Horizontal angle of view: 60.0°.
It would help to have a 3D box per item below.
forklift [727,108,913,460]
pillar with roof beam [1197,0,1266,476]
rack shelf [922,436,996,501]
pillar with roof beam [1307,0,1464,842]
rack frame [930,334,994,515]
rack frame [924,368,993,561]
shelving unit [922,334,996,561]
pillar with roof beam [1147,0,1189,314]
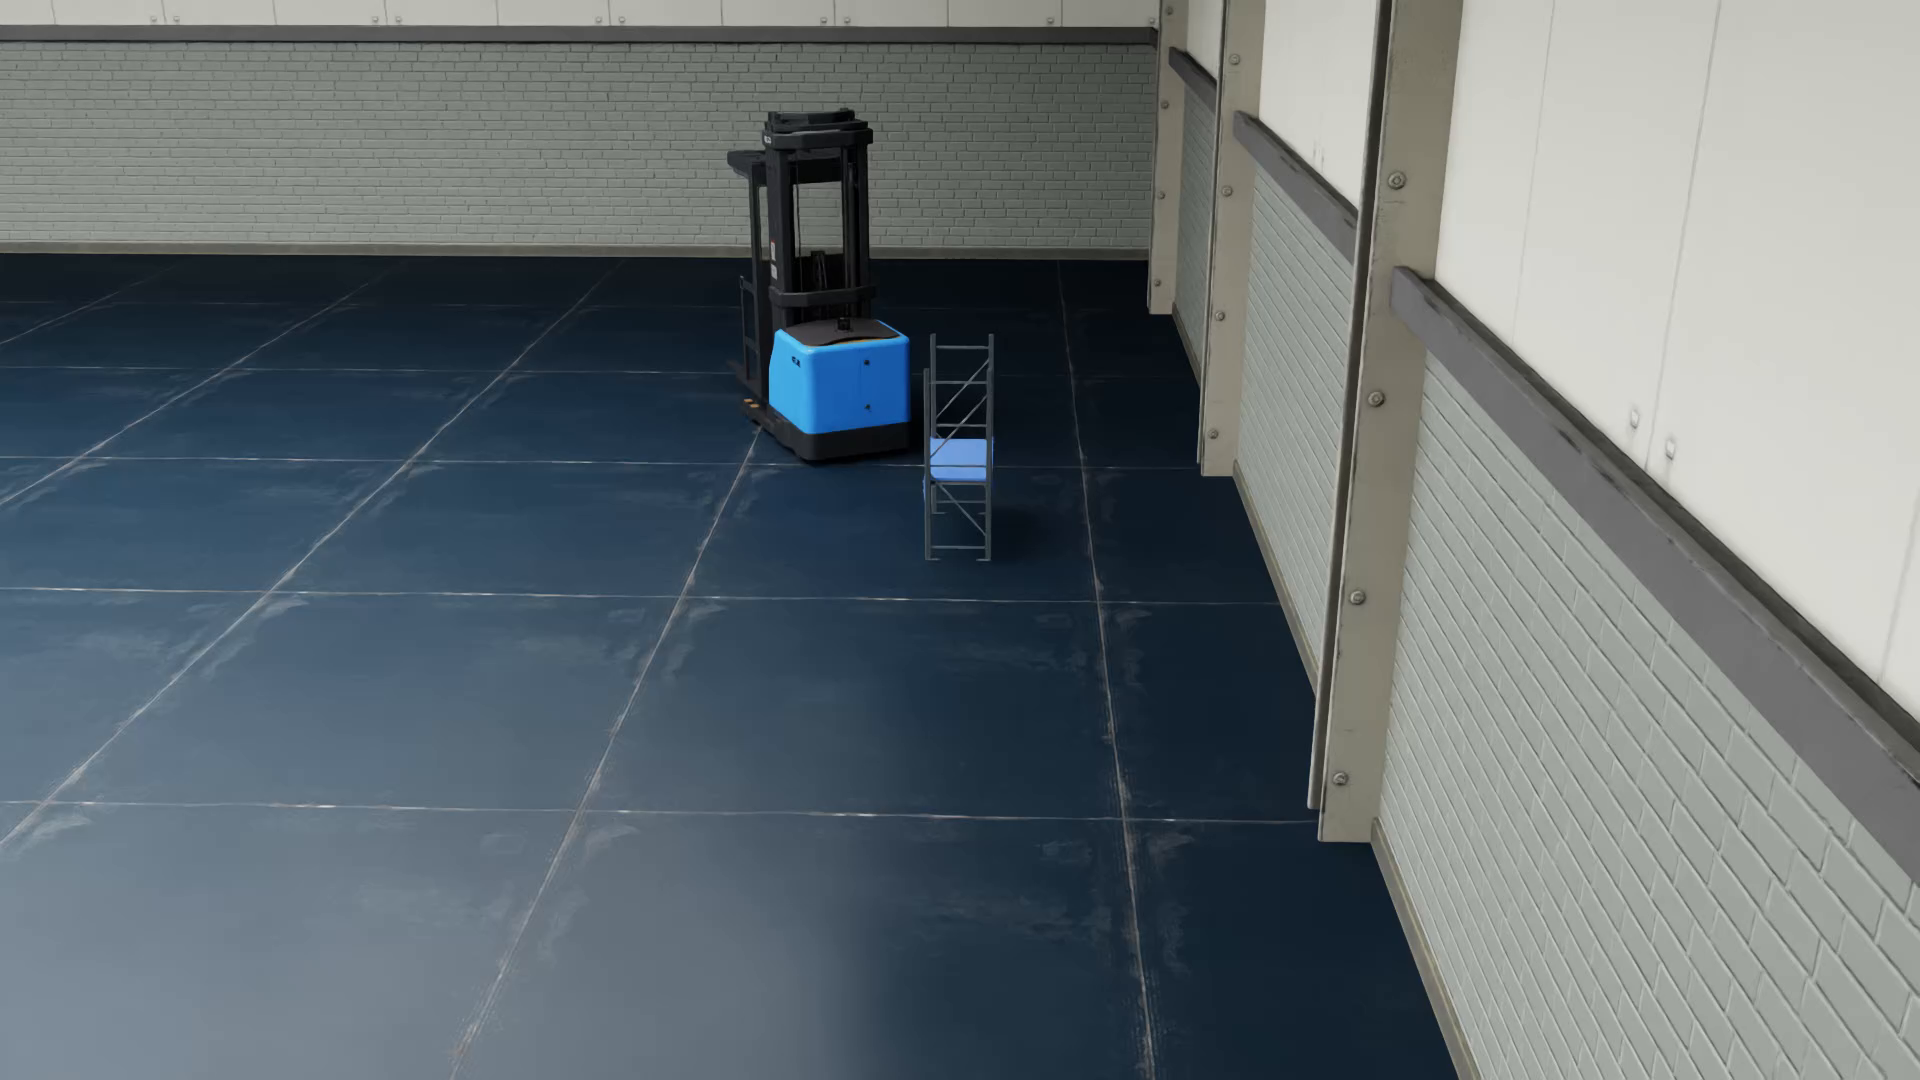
[{"bbox_3d":[-1.486,-2.565,15.587,1.130,2.935,3.031,-9,23,-22],"label":"forklift"},{"bbox_3d":[-2.042,-4.872,13.146,9.100,9.000,0.400,1,21,2],"label":"pillar with roof beam"},{"bbox_3d":[0.003,-0.562,12.902,0.538,0.185,1.000,1,21,2],"label":"rack shelf"},{"bbox_3d":[-2.225,-2.703,7.554,9.100,9.000,0.400,1,21,2],"label":"pillar with roof beam"},{"bbox_3d":[0.018,-0.914,13.311,0.500,1.500,0.032,1,21,2],"label":"rack frame"},{"bbox_3d":[-0.013,-0.546,12.363,0.500,1.500,0.032,1,21,2],"label":"rack frame"},{"bbox_3d":[0.003,-0.730,12.837,0.538,1.500,1.048,1,21,2],"label":"shelving unit"},{"bbox_3d":[-1.860,-7.042,18.737,9.100,9.000,0.400,1,21,2],"label":"pillar with roof beam"}]
